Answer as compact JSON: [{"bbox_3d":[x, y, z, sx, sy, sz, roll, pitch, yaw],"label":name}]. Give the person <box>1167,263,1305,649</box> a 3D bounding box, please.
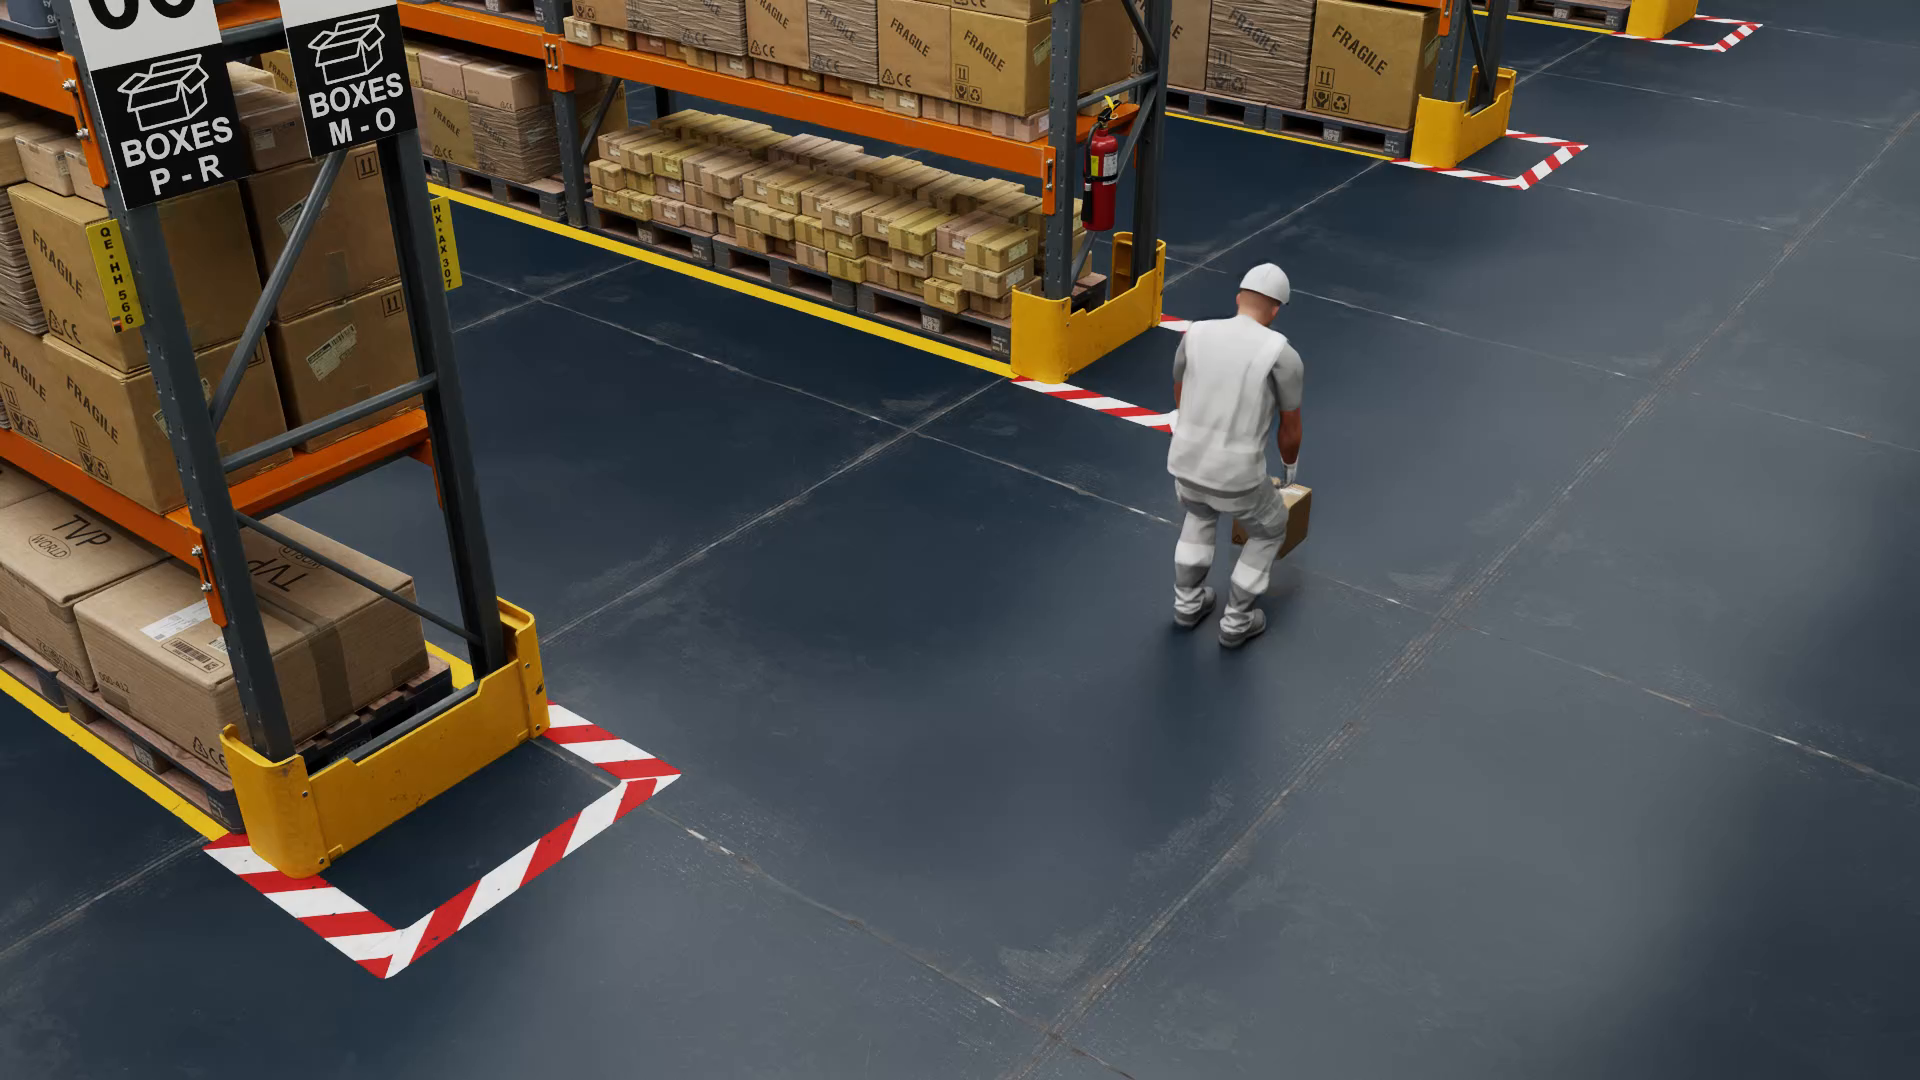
[{"bbox_3d":[1.112,-0.340,6.890,0.575,1.580,0.647,22,37,32],"label":"person"}]
